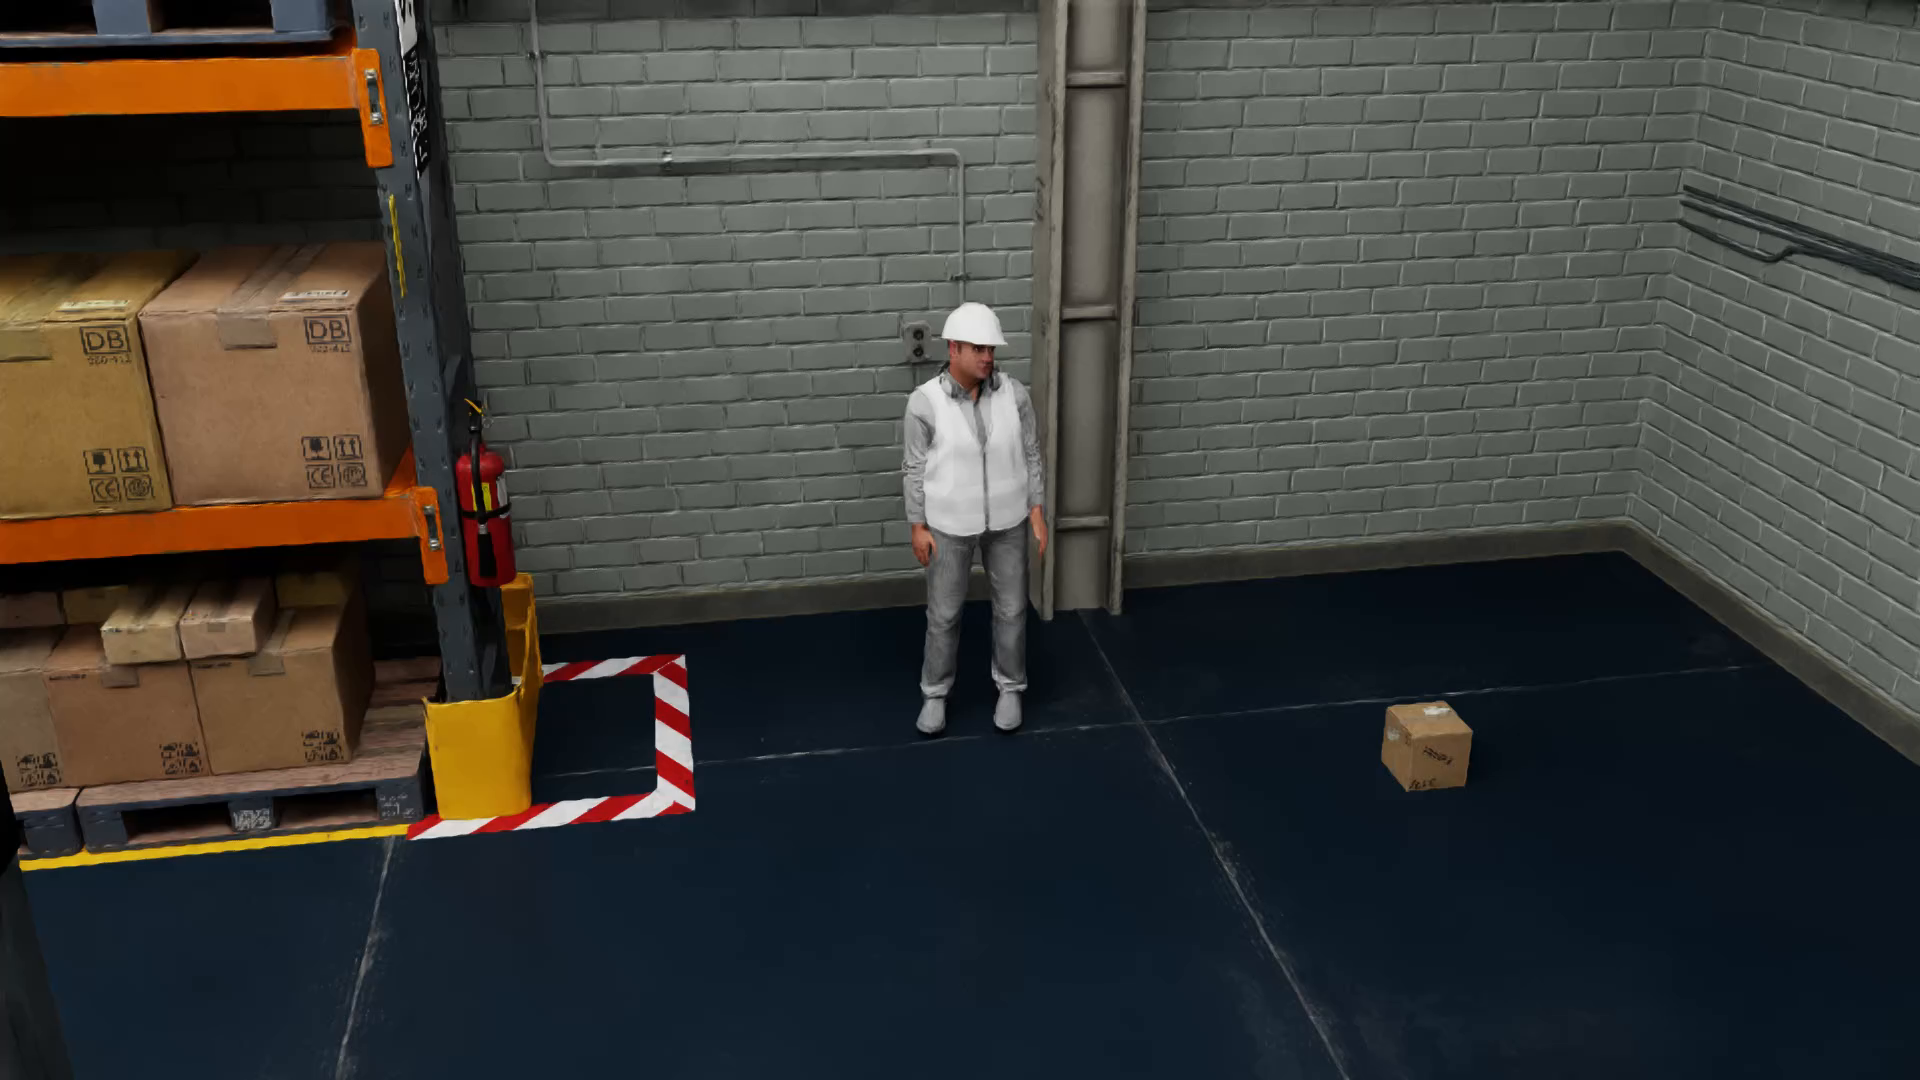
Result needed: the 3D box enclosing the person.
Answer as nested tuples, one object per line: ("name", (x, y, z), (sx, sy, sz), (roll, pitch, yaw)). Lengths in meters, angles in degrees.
("person", (0.056, -0.077, 6.684), (0.571, 1.781, 0.393), (-6, 24, -13))
